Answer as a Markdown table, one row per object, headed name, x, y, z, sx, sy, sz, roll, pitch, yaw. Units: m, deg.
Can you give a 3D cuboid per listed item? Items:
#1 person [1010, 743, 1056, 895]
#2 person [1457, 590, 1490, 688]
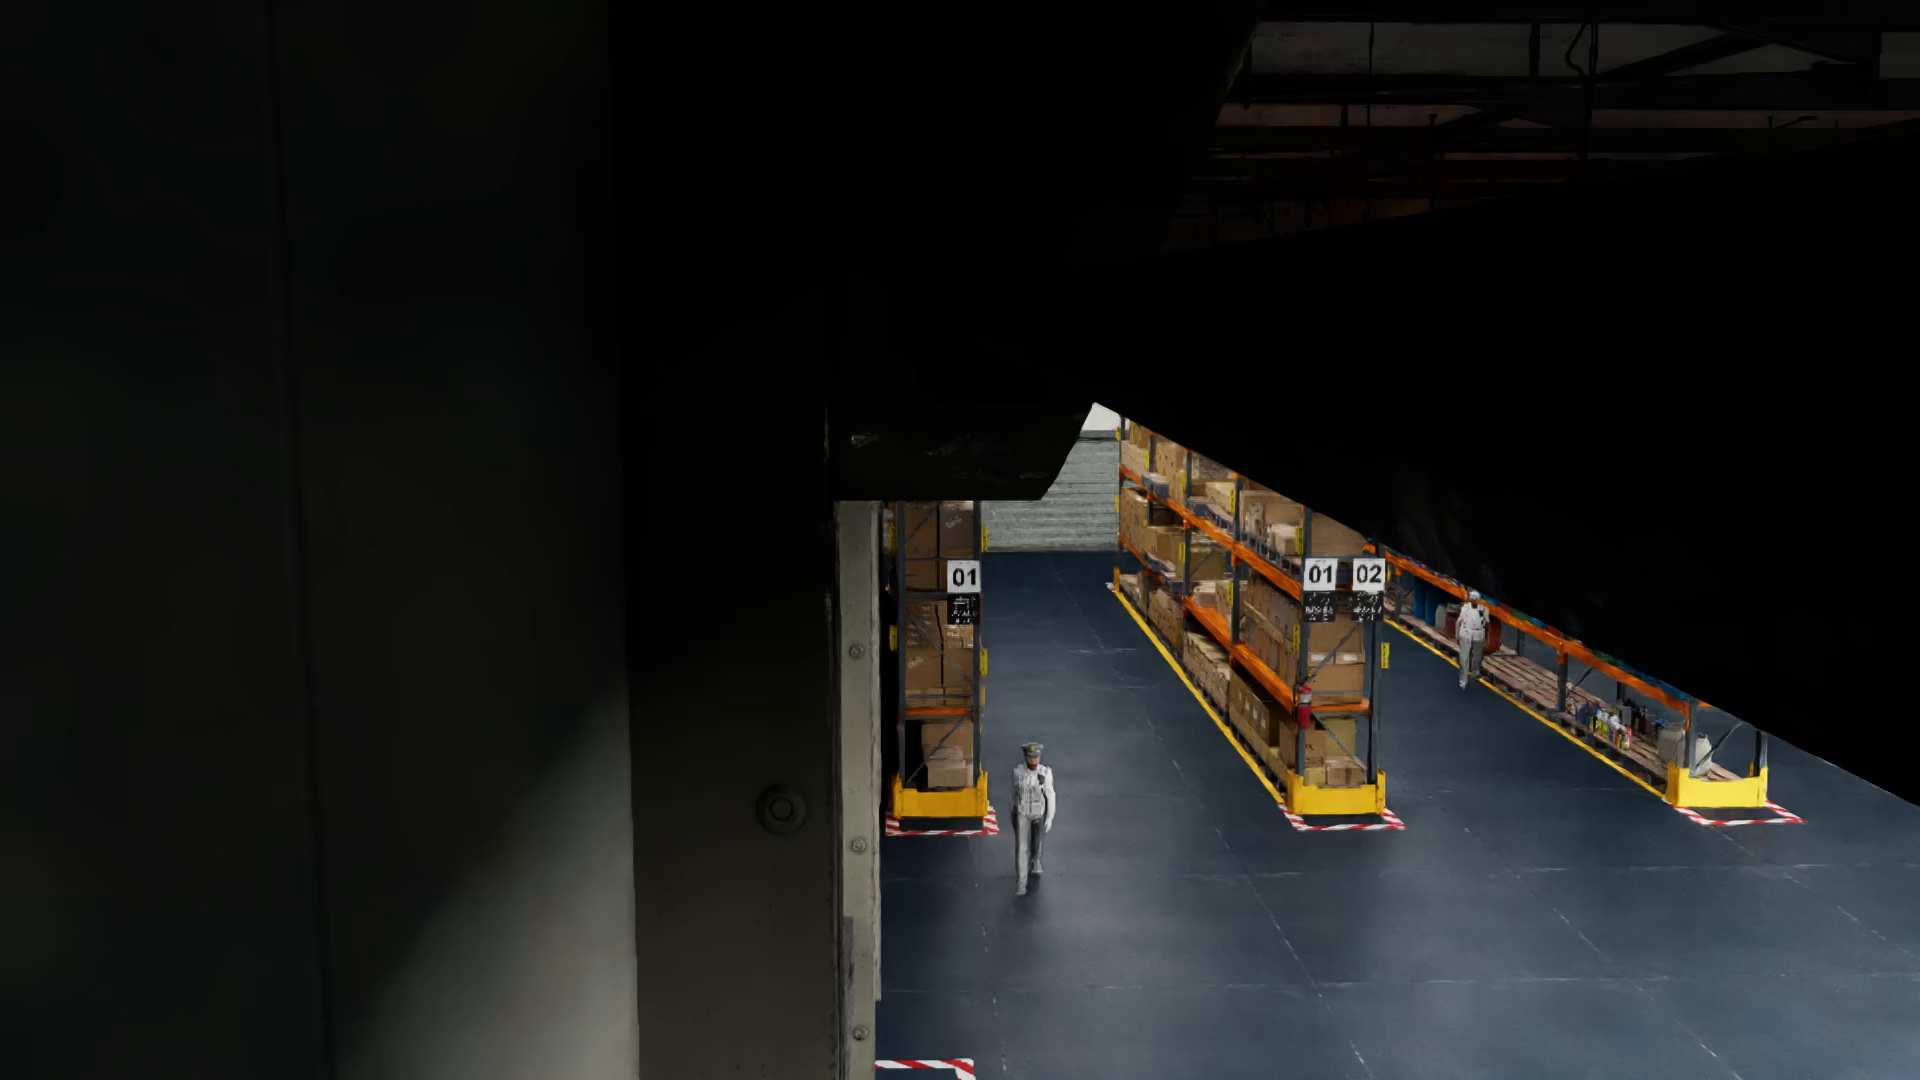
| name | x | y | z | sx | sy | sz | roll | pitch | yaw |
| --- | --- | --- | --- | --- | --- | --- | --- | --- | --- |
| person | 0.778 | 2.948 | 17.971 | 0.474 | 1.586 | 1.056 | 0 | 8 | 0 |
| person | 8.461 | 1.600 | 27.383 | 0.500 | 1.602 | 0.909 | 2 | 8 | 13 |
